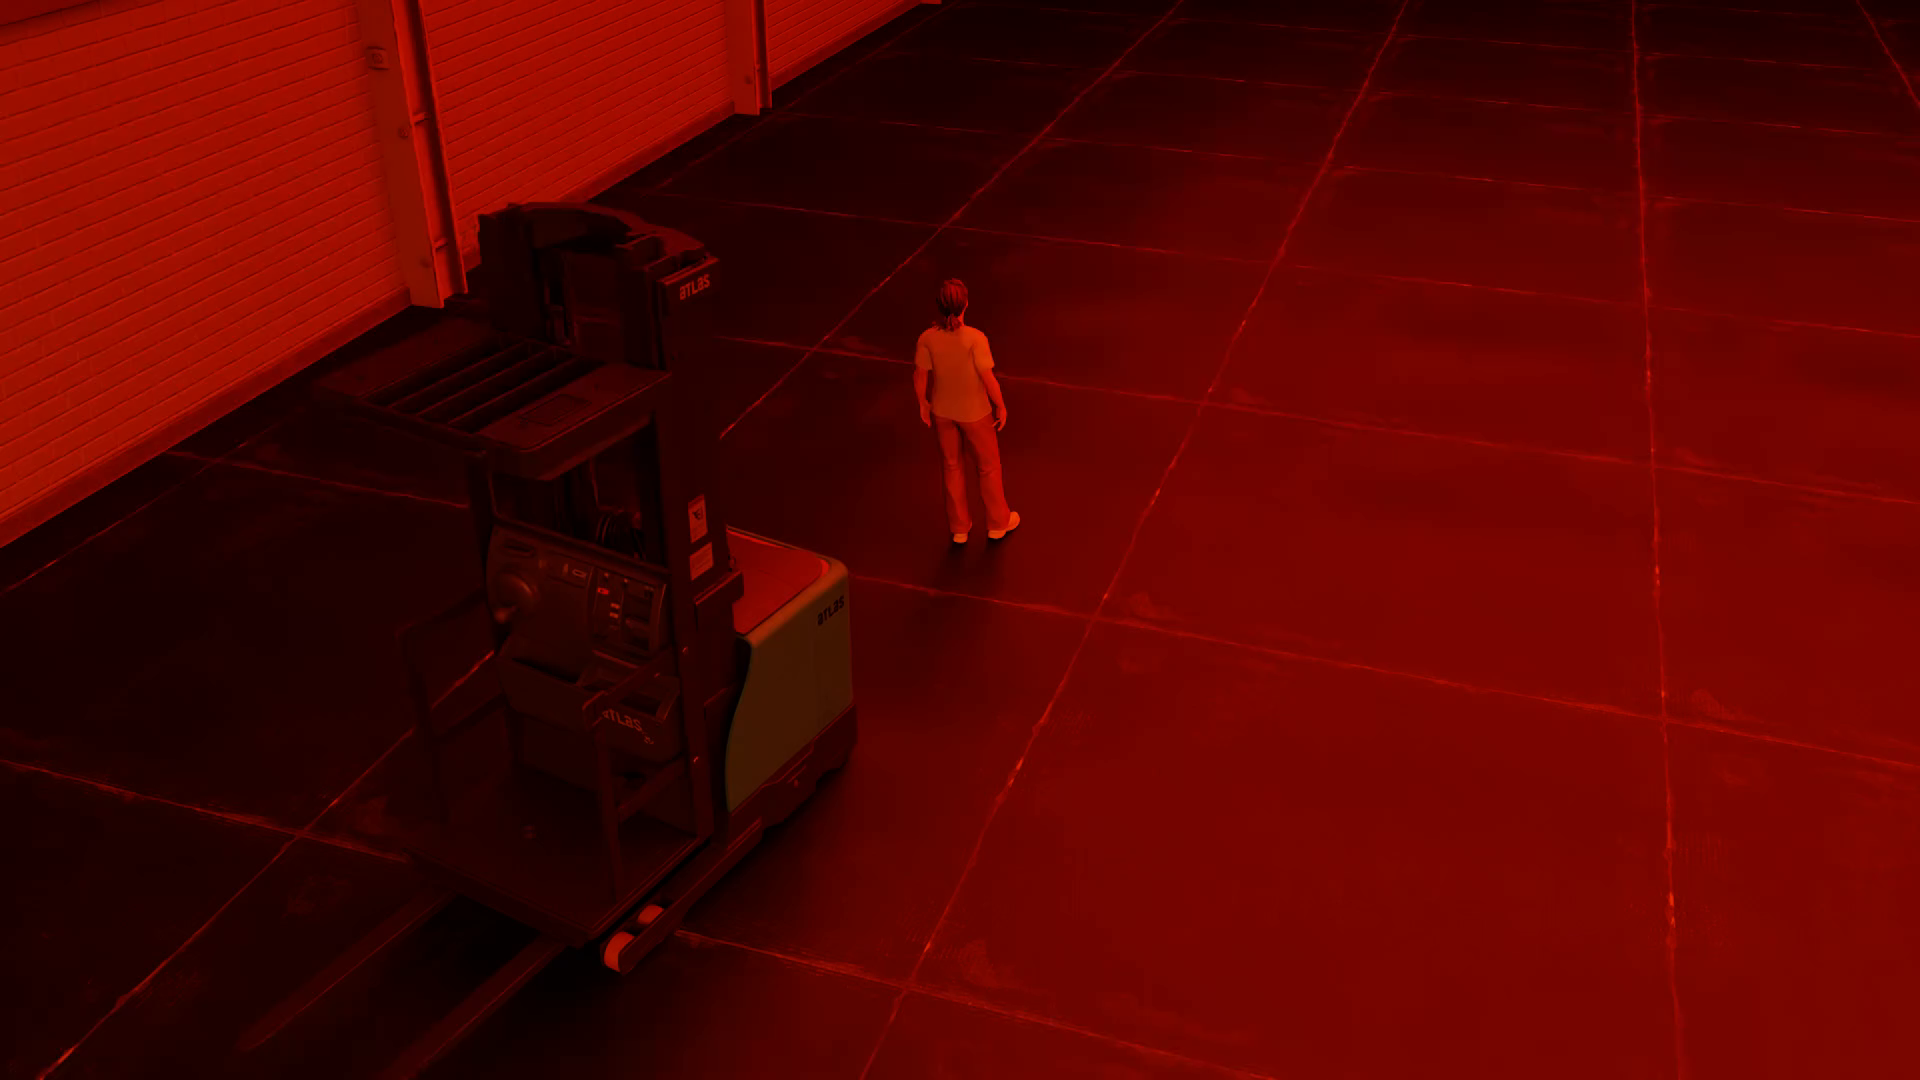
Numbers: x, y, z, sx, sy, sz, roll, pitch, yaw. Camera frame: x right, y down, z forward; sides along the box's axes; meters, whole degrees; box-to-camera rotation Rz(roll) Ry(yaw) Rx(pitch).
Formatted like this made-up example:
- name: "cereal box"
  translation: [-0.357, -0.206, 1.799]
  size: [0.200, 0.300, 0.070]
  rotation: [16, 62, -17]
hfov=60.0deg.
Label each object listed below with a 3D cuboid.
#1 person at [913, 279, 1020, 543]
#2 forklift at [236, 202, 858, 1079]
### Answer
- name: "person"
  translation: [0.035, -0.767, 9.735]
  size: [0.553, 1.673, 0.548]
  rotation: [10, 31, 16]
- name: "forklift"
  translation: [-1.687, 0.268, 6.666]
  size: [1.130, 2.935, 3.031]
  rotation: [16, 33, 26]
